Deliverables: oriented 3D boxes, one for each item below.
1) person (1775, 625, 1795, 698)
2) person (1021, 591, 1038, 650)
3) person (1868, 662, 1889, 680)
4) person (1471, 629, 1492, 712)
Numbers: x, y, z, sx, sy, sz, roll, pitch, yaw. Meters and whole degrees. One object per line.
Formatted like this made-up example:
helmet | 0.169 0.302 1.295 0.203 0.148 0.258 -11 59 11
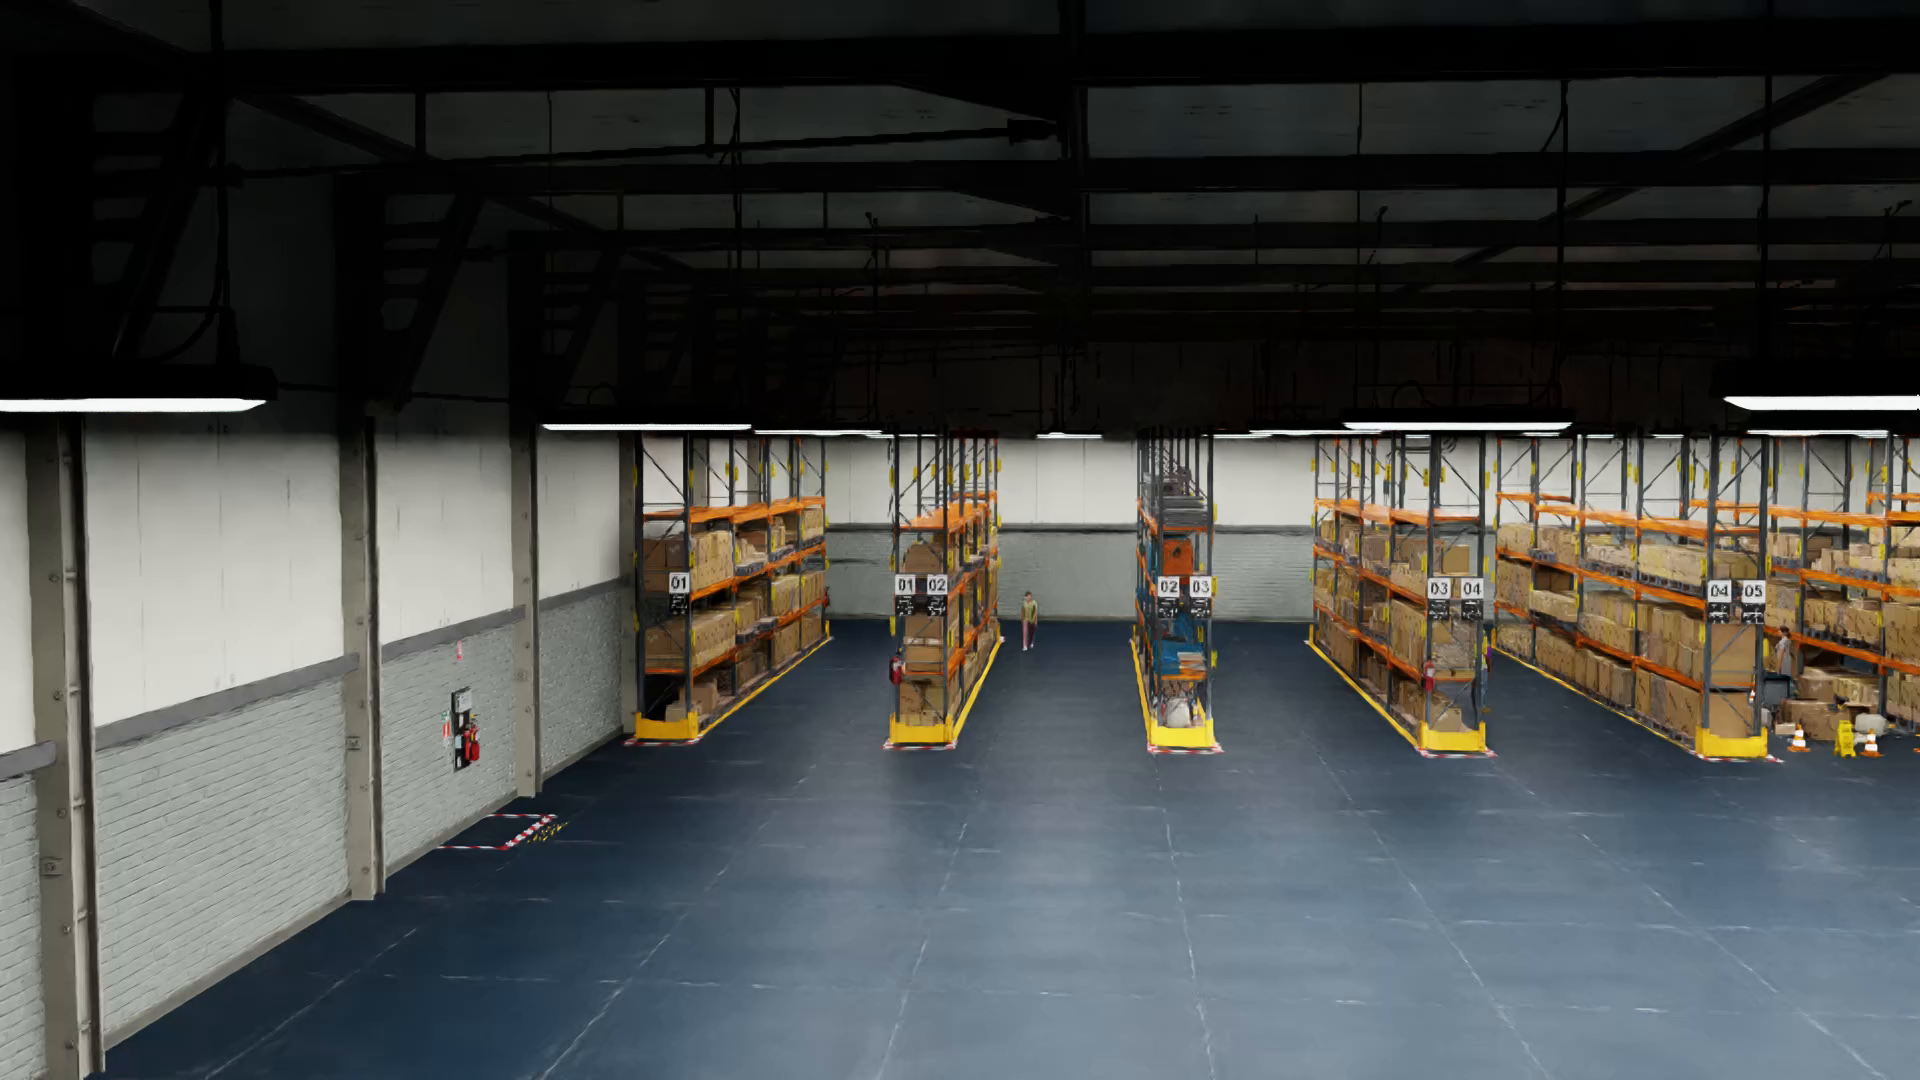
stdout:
person | 17.971 2.686 36.365 0.580 1.666 0.576 2 4 29
person | 1.900 2.184 45.389 0.446 1.591 1.110 0 3 2
person | 21.928 2.434 39.772 0.569 1.768 0.627 2 4 33
person | 10.999 2.715 35.051 0.453 1.768 0.630 -2 4 -25
